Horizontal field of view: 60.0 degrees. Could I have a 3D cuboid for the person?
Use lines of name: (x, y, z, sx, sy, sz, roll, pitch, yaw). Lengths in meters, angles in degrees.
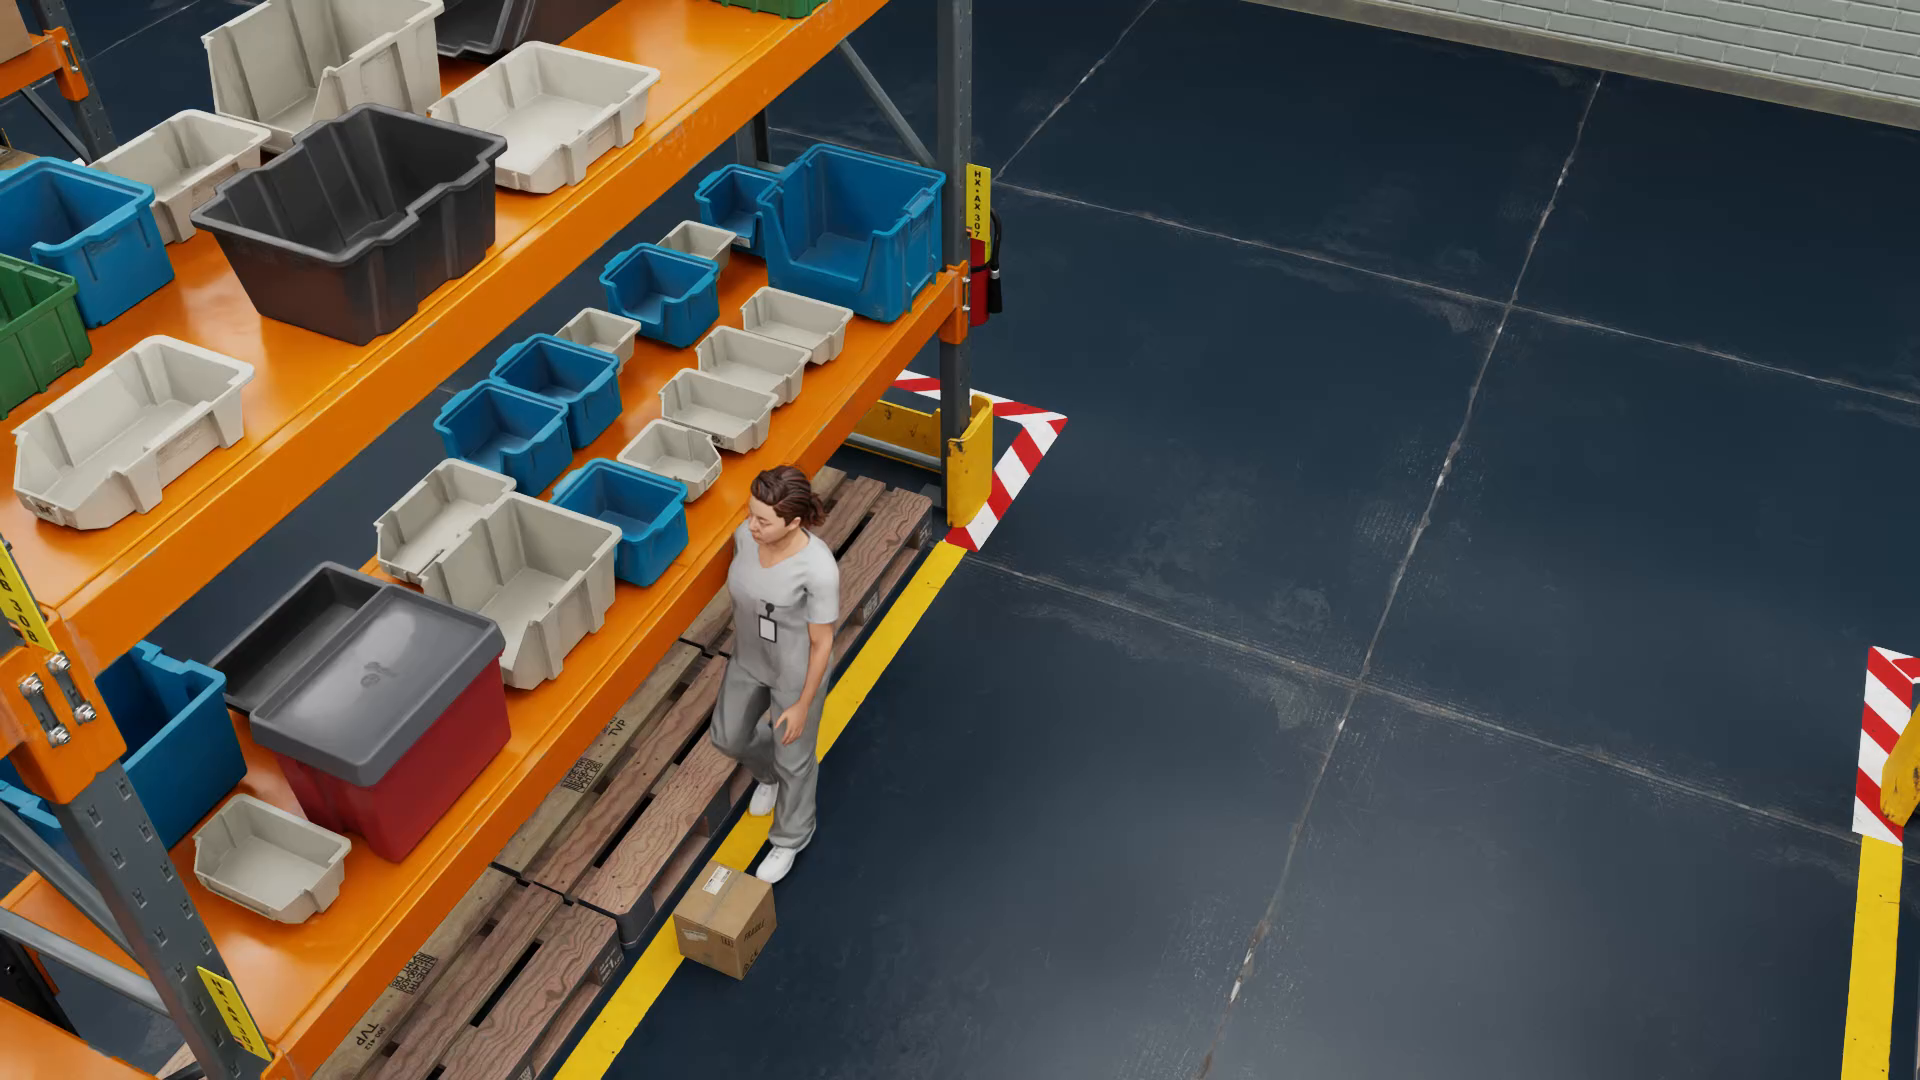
person: (-0.630, 0.476, 5.641, 0.464, 1.659, 0.539, 25, 48, 25)
